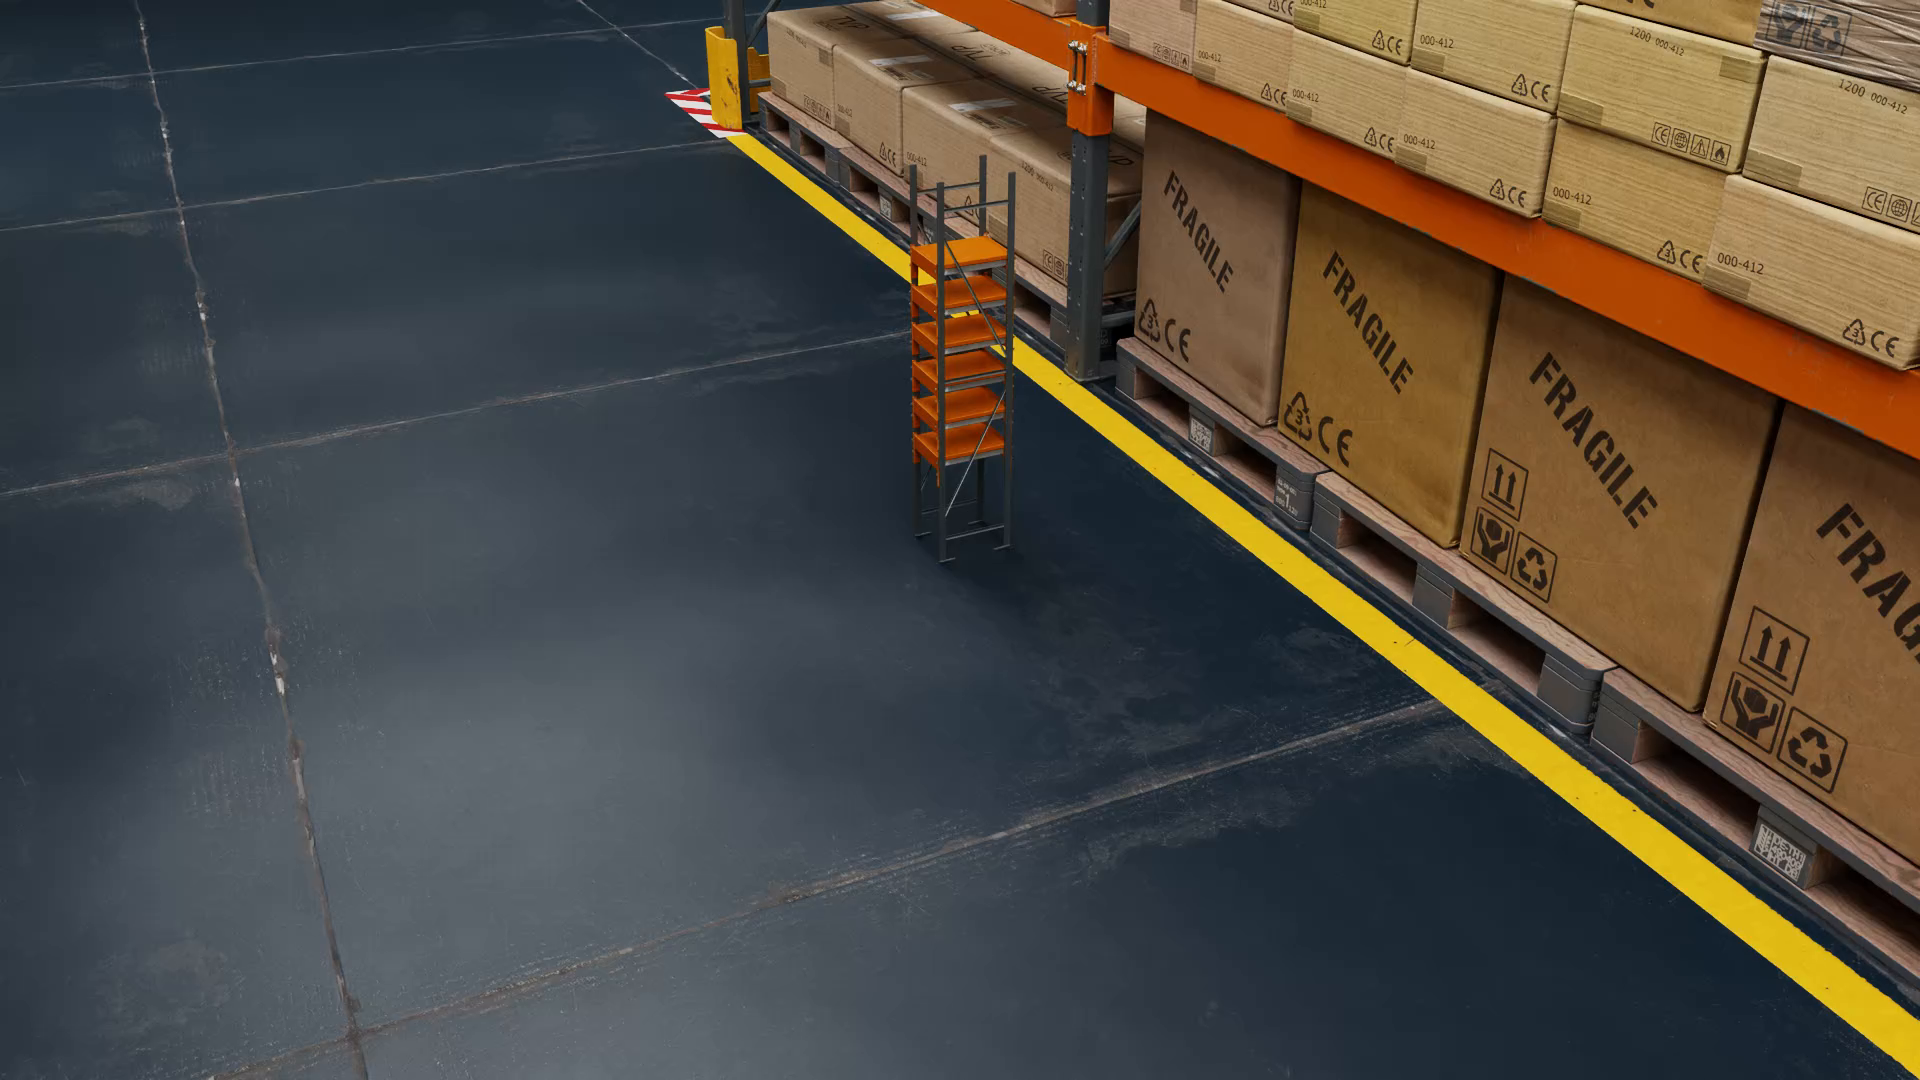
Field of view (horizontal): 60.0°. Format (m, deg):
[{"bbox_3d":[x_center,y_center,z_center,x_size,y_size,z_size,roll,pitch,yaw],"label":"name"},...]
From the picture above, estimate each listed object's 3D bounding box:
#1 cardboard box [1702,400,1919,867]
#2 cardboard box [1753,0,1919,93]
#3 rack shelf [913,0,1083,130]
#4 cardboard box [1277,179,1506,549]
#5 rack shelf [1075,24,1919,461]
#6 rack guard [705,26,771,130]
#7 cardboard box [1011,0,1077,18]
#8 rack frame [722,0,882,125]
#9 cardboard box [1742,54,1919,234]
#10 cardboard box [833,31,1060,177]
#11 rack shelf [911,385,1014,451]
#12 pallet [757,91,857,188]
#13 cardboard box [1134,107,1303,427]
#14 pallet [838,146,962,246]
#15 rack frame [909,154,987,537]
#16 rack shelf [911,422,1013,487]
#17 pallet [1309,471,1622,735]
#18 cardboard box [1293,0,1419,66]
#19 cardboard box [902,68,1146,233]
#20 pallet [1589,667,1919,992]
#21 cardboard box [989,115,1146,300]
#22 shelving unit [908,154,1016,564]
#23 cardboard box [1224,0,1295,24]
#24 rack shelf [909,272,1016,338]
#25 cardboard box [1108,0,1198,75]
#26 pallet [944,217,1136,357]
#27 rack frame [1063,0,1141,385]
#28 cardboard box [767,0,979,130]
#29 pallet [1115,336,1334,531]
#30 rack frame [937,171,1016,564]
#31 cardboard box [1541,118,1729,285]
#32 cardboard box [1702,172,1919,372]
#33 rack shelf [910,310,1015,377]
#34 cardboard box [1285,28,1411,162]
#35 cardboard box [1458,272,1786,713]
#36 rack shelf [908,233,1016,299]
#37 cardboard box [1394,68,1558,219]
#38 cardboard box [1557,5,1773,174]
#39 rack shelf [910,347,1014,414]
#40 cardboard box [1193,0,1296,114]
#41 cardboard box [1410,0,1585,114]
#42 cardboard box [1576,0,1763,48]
[{"bbox_3d":[2.372,0.160,3.641,0.875,0.875,0.875,-13,32,-22],"label":"cardboard box"},{"bbox_3d":[1.908,-1.139,3.090,0.500,0.500,0.500,-13,32,-21],"label":"cardboard box"},{"bbox_3d":[0.018,-2.598,7.551,1.077,0.370,4.000,-13,32,-22],"label":"rack shelf"},{"bbox_3d":[1.610,-0.630,5.049,0.875,0.875,0.875,-12,31,-21],"label":"cardboard box"},{"bbox_3d":[1.735,-0.831,4.400,1.077,0.370,4.000,-13,32,-22],"label":"rack shelf"},{"bbox_3d":[-0.851,-2.715,9.581,1.175,0.500,0.348,-13,32,-22],"label":"rack guard"},{"bbox_3d":[0.447,-2.223,6.045,0.500,0.500,0.500,-13,32,-22],"label":"cardboard box"},{"bbox_3d":[-0.841,-3.795,8.951,1.000,3.000,0.127,-13,32,-22],"label":"rack frame"},{"bbox_3d":[1.933,-0.800,3.252,0.500,0.250,0.500,-14,32,-23],"label":"cardboard box"},{"bbox_3d":[-0.067,-2.187,8.274,0.875,0.438,0.875,-12,32,-21],"label":"cardboard box"},{"bbox_3d":[0.006,-0.374,5.026,0.258,0.103,0.180,-13,32,-22],"label":"rack shelf"},{"bbox_3d":[-0.427,-2.242,9.032,1.003,0.211,1.213,-13,32,-22],"label":"pallet"},{"bbox_3d":[1.215,-1.027,5.758,0.875,0.875,0.875,-12,31,-20],"label":"cardboard box"},{"bbox_3d":[0.093,-1.704,8.072,1.003,0.211,1.213,-13,32,-22],"label":"pallet"},{"bbox_3d":[-0.033,-0.557,5.017,0.240,1.200,0.006,-13,32,-22],"label":"rack frame"},{"bbox_3d":[0.006,-0.269,5.084,0.258,0.103,0.180,-13,32,-22],"label":"rack shelf"},{"bbox_3d":[1.804,0.053,4.939,1.003,0.211,1.213,-13,32,-22],"label":"pallet"},{"bbox_3d":[1.253,-1.474,4.454,0.500,0.250,0.500,-13,32,-21],"label":"cardboard box"},{"bbox_3d":[0.319,-1.789,7.563,0.875,0.438,0.875,-14,32,-23],"label":"cardboard box"},{"bbox_3d":[2.323,0.591,3.980,1.003,0.211,1.213,-13,32,-22],"label":"pallet"},{"bbox_3d":[0.704,-1.393,6.858,0.875,0.438,0.875,-14,32,-23],"label":"cardboard box"},{"bbox_3d":[0.006,-0.517,4.945,0.258,1.200,0.189,-13,32,-22],"label":"shelving unit"},{"bbox_3d":[1.060,-1.702,4.861,0.500,0.250,0.500,-13,32,-21],"label":"cardboard box"},{"bbox_3d":[0.006,-0.688,4.849,0.258,0.103,0.180,-13,32,-22],"label":"rack shelf"},{"bbox_3d":[0.827,-1.713,5.391,0.500,0.250,0.500,-14,32,-23],"label":"cardboard box"},{"bbox_3d":[0.621,-1.164,7.110,1.003,0.211,1.213,-13,32,-22],"label":"pallet"},{"bbox_3d":[0.877,-2.028,5.799,1.000,3.000,0.127,-13,32,-22],"label":"rack frame"},{"bbox_3d":[-0.467,-2.590,8.992,0.875,0.438,0.875,-14,32,-24],"label":"cardboard box"},{"bbox_3d":[1.276,-0.487,5.902,1.003,0.211,1.213,-13,32,-22],"label":"pallet"},{"bbox_3d":[0.046,-0.477,4.873,0.240,1.200,0.006,-13,32,-22],"label":"rack frame"},{"bbox_3d":[1.707,-0.813,3.786,0.500,0.250,0.500,-13,32,-22],"label":"cardboard box"},{"bbox_3d":[1.909,-0.587,3.383,0.500,0.250,0.500,-13,32,-21],"label":"cardboard box"},{"bbox_3d":[0.006,-0.583,4.908,0.258,0.103,0.180,-13,32,-22],"label":"rack shelf"},{"bbox_3d":[1.256,-1.255,4.574,0.500,0.250,0.500,-13,32,-22],"label":"cardboard box"},{"bbox_3d":[1.993,-0.235,4.345,0.875,0.875,0.875,-13,32,-21],"label":"cardboard box"},{"bbox_3d":[0.006,-0.792,4.791,0.258,0.103,0.180,-13,32,-22],"label":"rack shelf"},{"bbox_3d":[1.462,-1.032,4.177,0.500,0.250,0.500,-14,32,-23],"label":"cardboard box"},{"bbox_3d":[1.695,-1.022,3.647,0.500,0.250,0.500,-14,32,-23],"label":"cardboard box"},{"bbox_3d":[0.006,-0.478,4.967,0.258,0.103,0.180,-13,32,-22],"label":"rack shelf"},{"bbox_3d":[1.051,-1.484,4.984,0.500,0.250,0.500,-14,32,-23],"label":"cardboard box"},{"bbox_3d":[1.471,-1.251,4.056,0.500,0.250,0.500,-14,32,-23],"label":"cardboard box"},{"bbox_3d":[1.701,-1.360,3.484,0.500,0.500,0.500,-13,32,-22],"label":"cardboard box"}]
